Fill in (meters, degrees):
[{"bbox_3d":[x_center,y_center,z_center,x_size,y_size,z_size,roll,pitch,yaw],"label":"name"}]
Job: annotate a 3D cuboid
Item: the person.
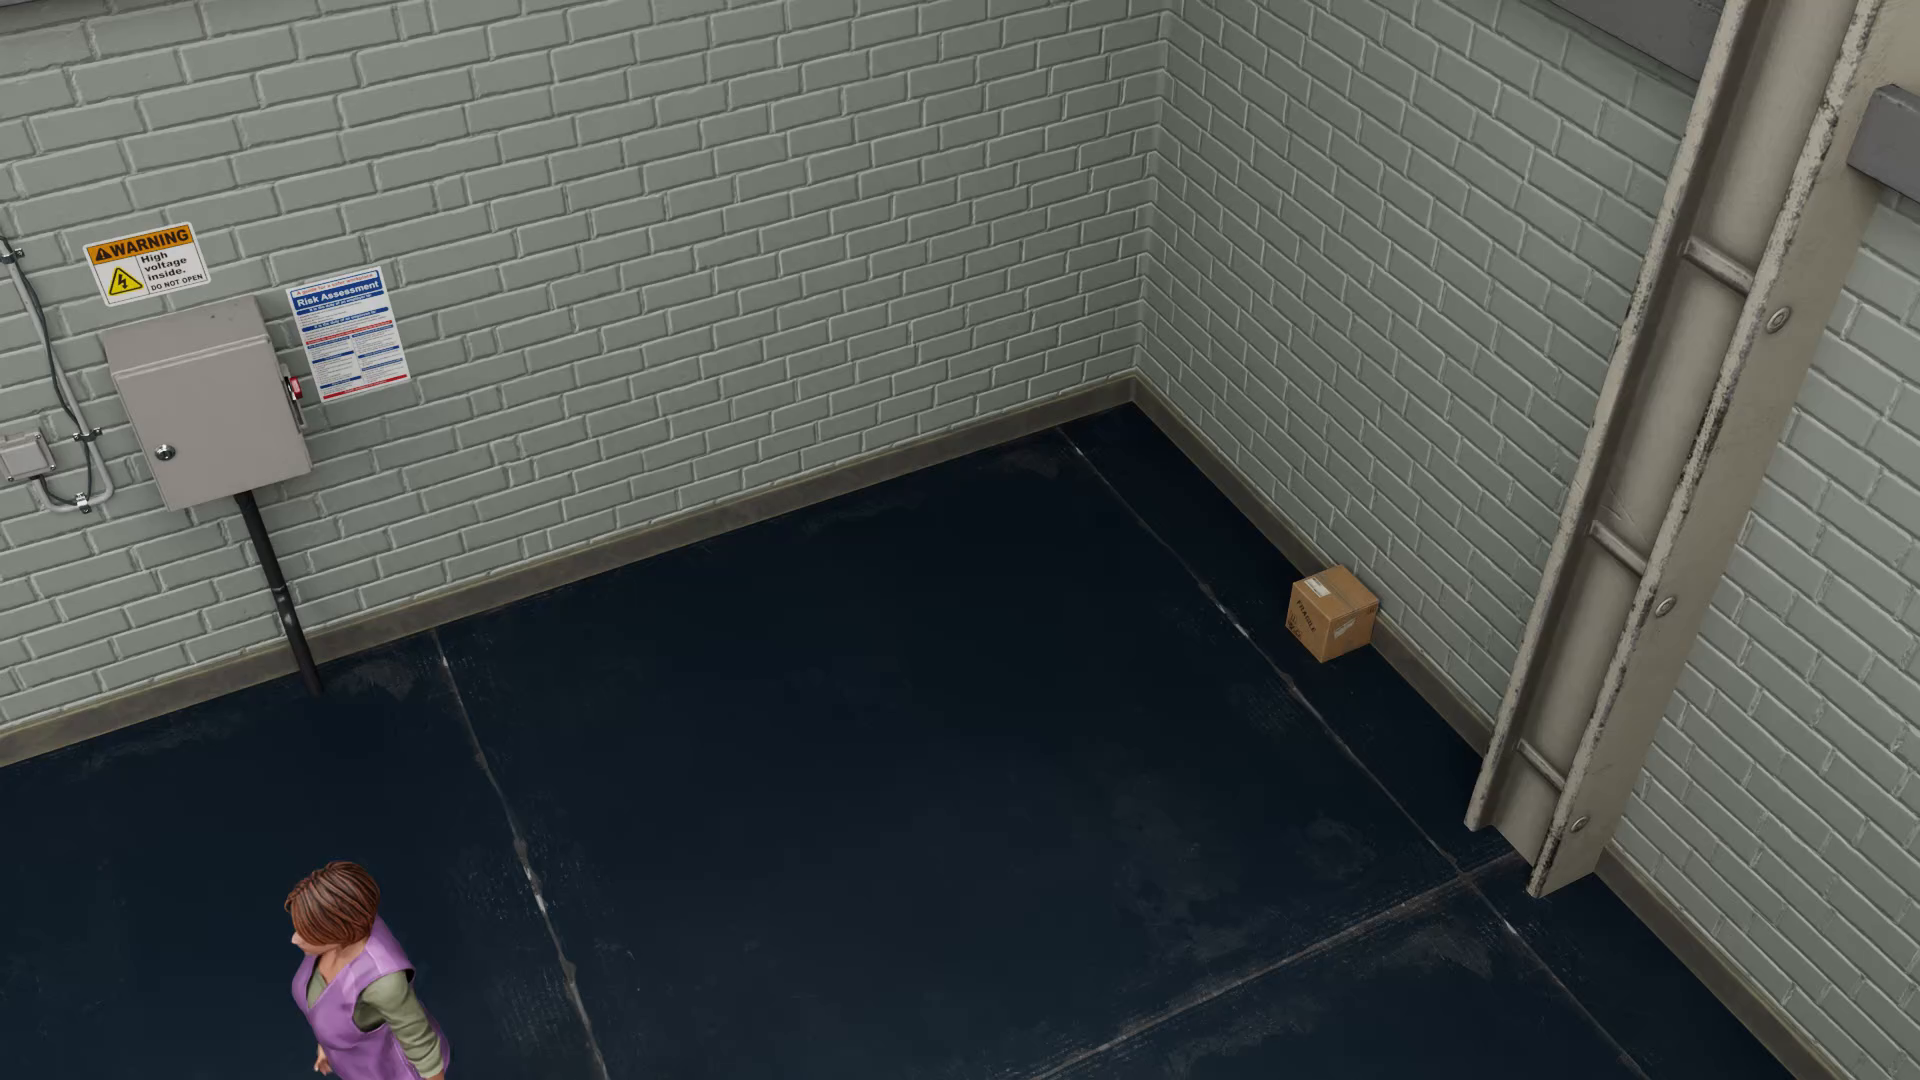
[{"bbox_3d":[-1.578,1.442,4.548,0.451,1.631,0.415,-27,48,-27],"label":"person"}]
